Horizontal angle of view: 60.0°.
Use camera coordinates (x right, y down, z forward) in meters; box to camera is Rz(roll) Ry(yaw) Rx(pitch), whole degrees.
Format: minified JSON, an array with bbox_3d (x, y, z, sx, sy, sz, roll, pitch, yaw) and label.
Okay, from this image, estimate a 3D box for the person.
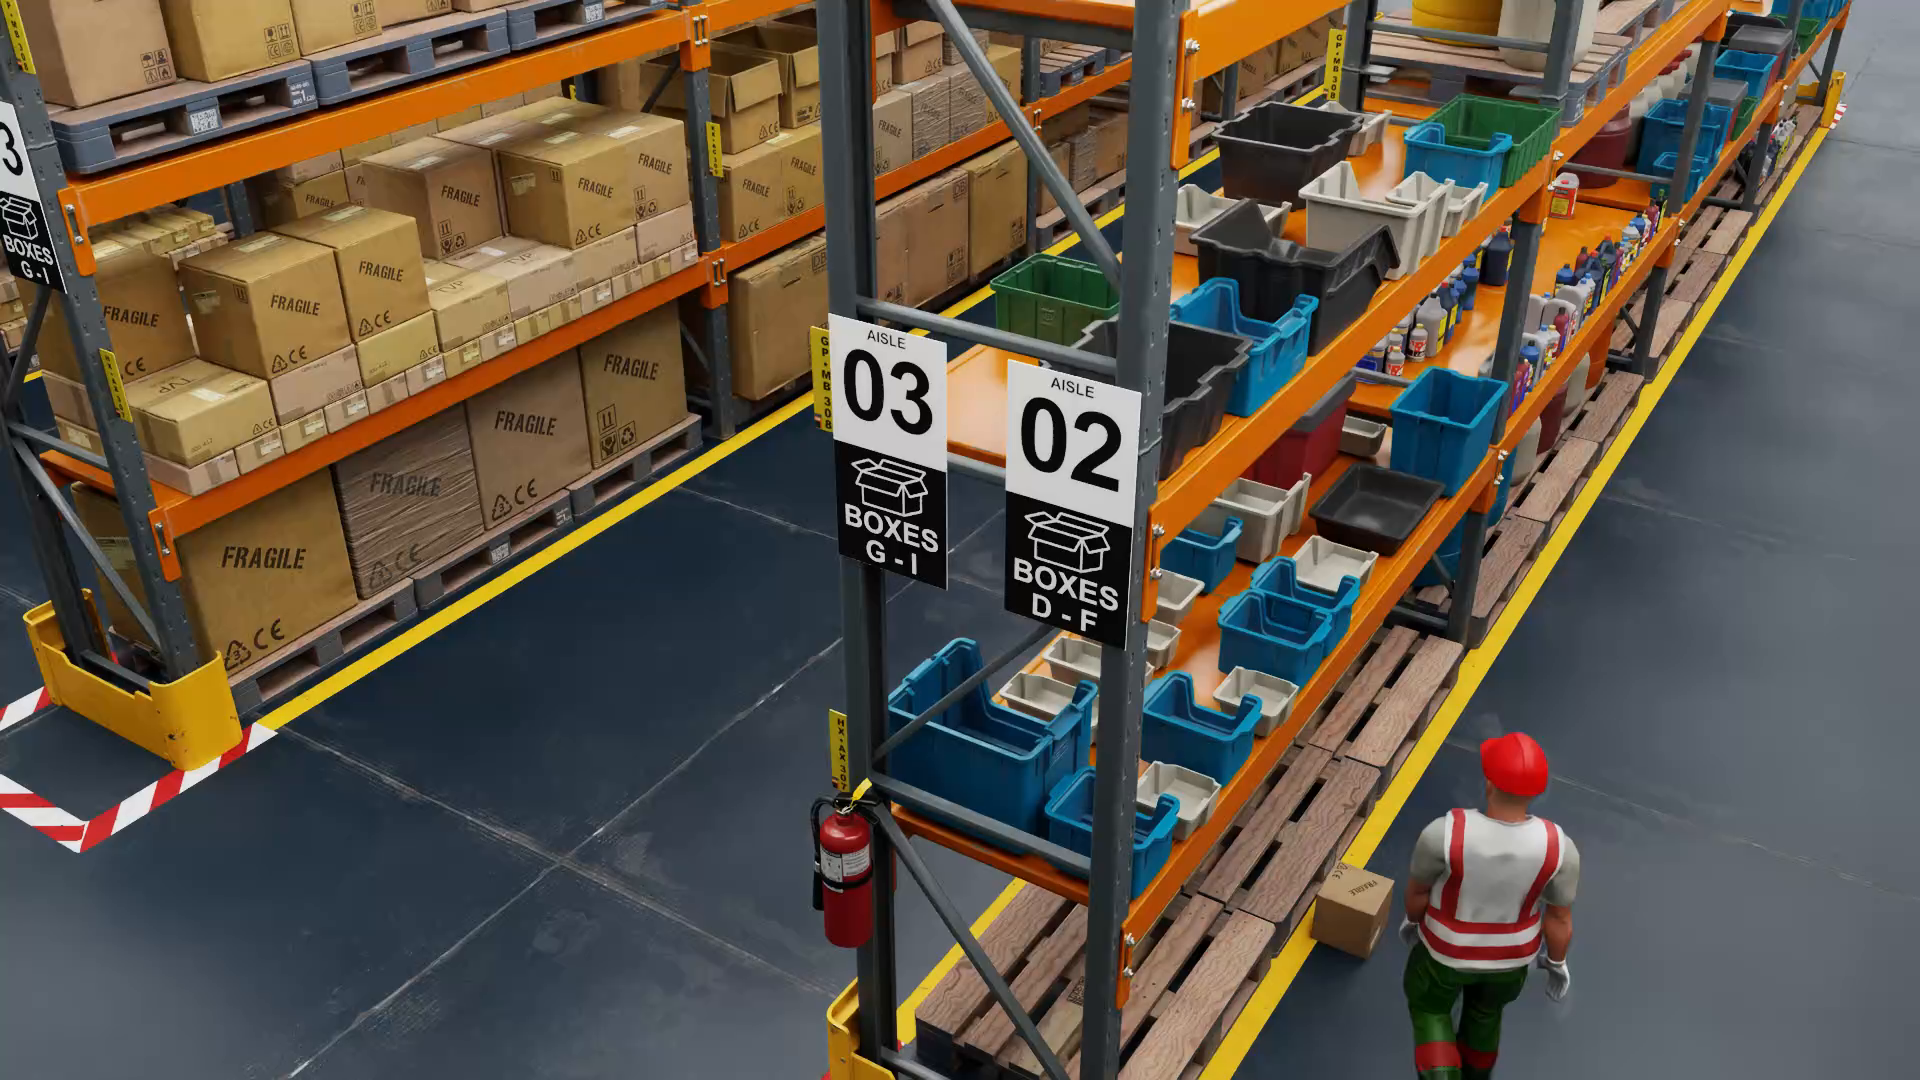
[{"bbox_3d":[1.801,1.416,5.720,0.591,1.768,0.715,2,30,3],"label":"person"}]
